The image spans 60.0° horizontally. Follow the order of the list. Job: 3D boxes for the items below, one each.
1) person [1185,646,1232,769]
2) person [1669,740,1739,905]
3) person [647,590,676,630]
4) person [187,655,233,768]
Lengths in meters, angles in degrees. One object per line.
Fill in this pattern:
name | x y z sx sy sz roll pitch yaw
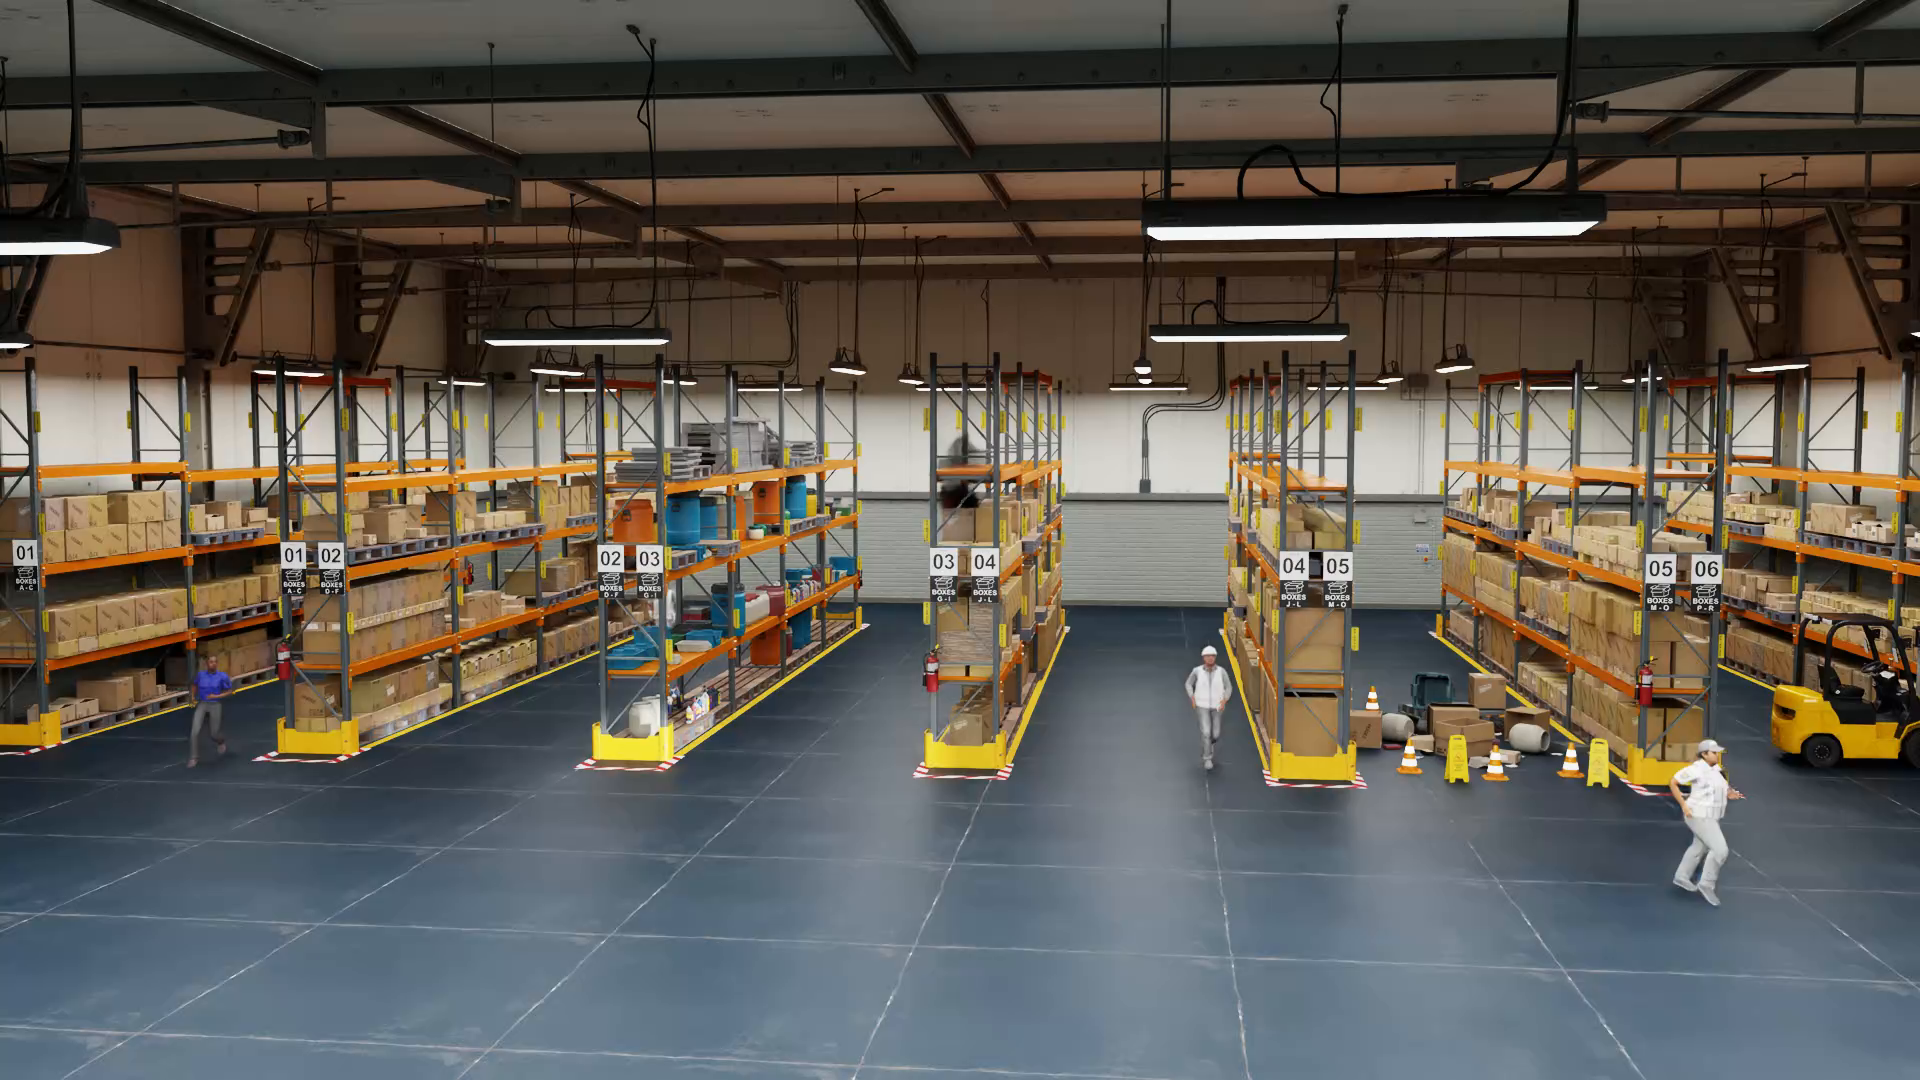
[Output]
person | 3.631 2.415 24.321 0.677 1.752 0.767 0 4 1
person | 7.831 2.945 17.464 0.587 1.709 0.673 -4 5 -42
person | -6.245 1.660 34.918 0.688 1.742 0.595 0 4 2
person | -11.023 2.494 24.487 0.608 1.625 0.791 -1 4 -10
